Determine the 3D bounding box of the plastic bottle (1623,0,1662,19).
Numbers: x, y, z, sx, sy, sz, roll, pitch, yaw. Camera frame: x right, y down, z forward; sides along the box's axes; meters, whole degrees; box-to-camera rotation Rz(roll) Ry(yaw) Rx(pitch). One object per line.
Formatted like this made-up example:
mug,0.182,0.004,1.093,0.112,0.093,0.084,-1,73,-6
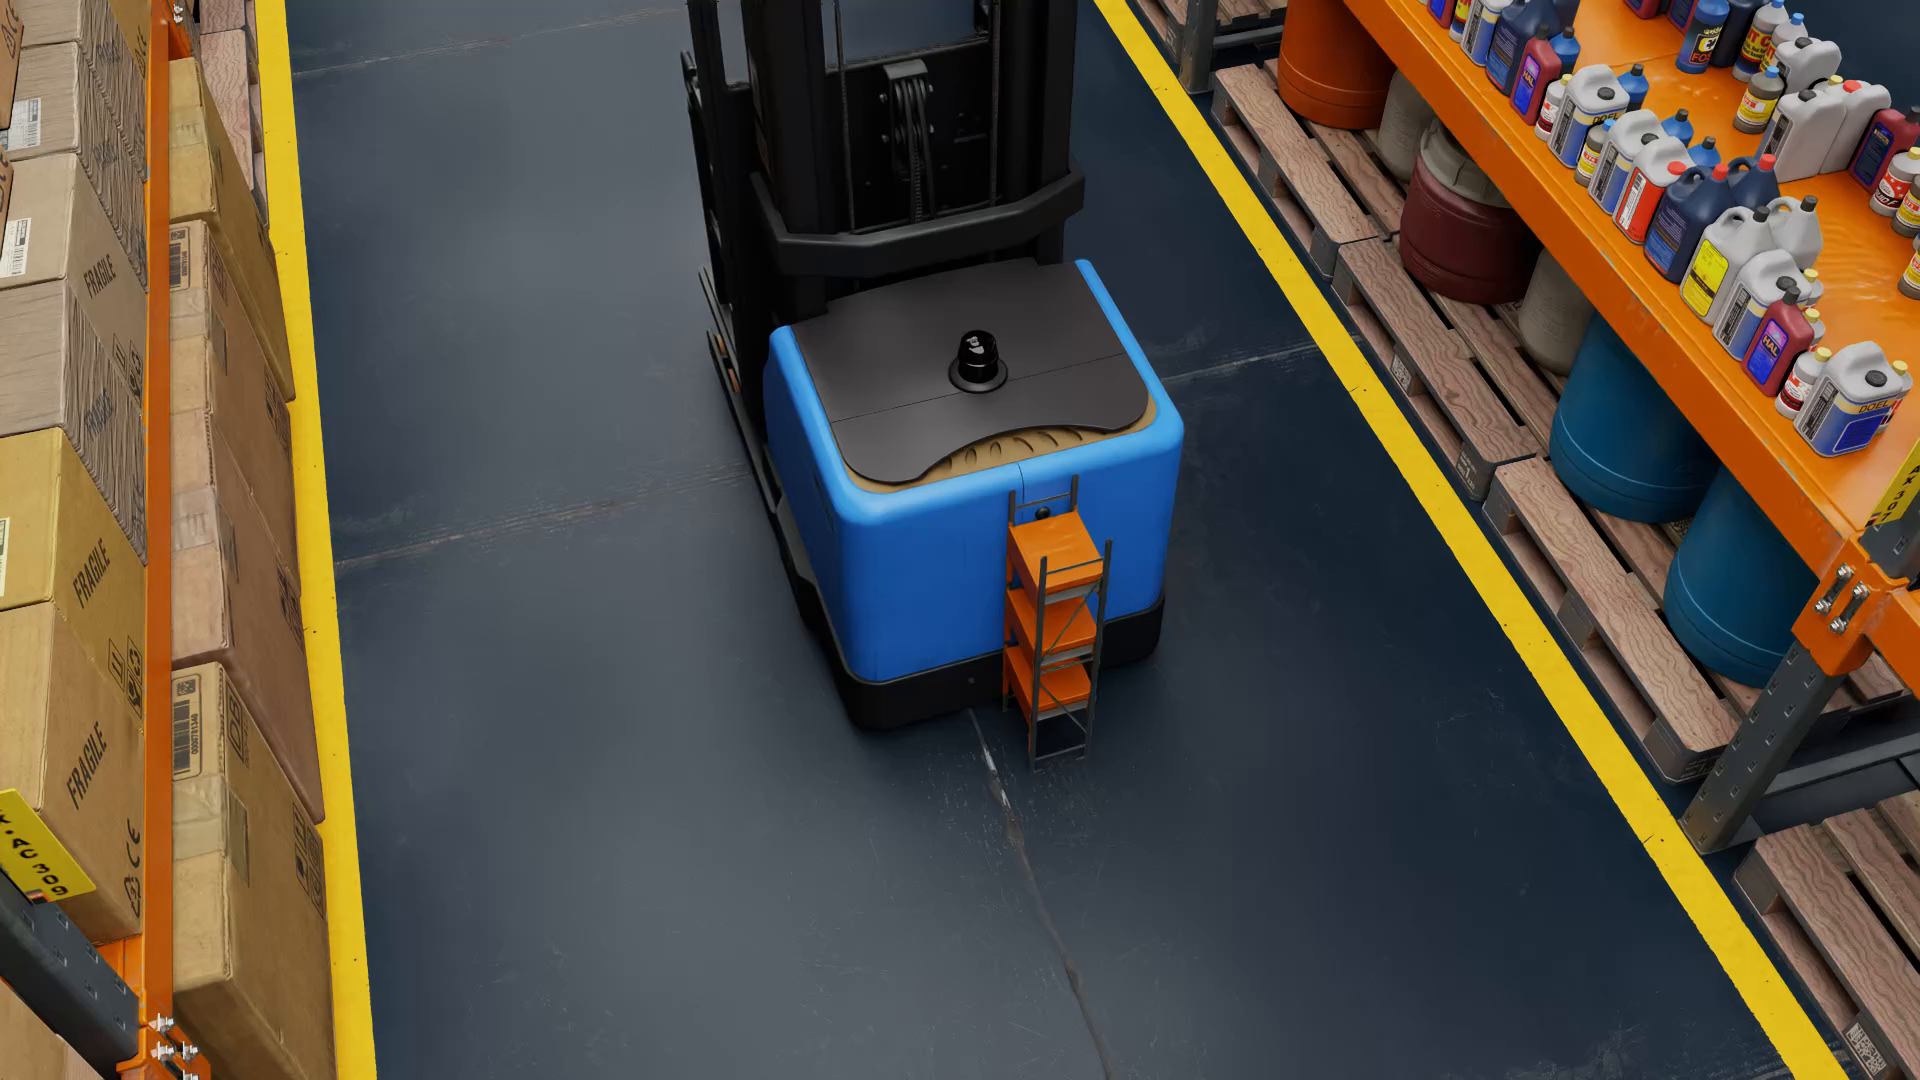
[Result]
plastic bottle,2.261,-1.862,5.434,0.061,0.283,0.133,-13,51,-11

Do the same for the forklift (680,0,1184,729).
forklift,-0.305,-1.513,5.109,1.130,2.935,3.031,-14,51,-12

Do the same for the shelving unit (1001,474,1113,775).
shelving unit,0.267,0.273,4.833,0.215,1.050,0.252,-14,51,-12

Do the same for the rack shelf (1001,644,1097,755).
rack shelf,0.267,0.459,5.054,0.215,0.259,0.240,-14,51,-12

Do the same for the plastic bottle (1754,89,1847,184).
plastic bottle,2.470,-1.205,4.885,0.152,0.276,0.135,-13,51,-11

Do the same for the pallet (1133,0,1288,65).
pallet,1.287,-2.777,7.953,1.003,0.211,1.213,-13,51,-11

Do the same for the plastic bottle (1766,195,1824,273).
plastic bottle,2.215,-0.793,4.489,0.144,0.351,0.185,-13,51,-11

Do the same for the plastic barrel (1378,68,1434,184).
plastic barrel,1.892,-1.689,6.564,0.421,0.512,0.421,0,50,0

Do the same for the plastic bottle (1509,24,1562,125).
plastic bottle,1.759,-1.418,5.060,0.061,0.283,0.133,-13,51,-11

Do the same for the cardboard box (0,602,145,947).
cardboard box,-1.967,0.516,3.288,0.500,0.500,0.500,-13,51,-11

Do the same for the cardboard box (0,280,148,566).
cardboard box,-2.264,-0.217,3.905,0.500,0.500,0.500,-14,51,-12

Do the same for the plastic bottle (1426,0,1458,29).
plastic bottle,1.596,-1.820,5.399,0.061,0.283,0.133,-13,51,-11

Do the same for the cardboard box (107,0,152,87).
cardboard box,-2.870,-1.709,5.163,0.500,0.500,0.500,-12,51,-10

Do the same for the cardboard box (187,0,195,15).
cardboard box,-3.820,-2.617,7.341,0.700,0.500,0.500,-9,51,-8

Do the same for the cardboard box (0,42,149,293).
cardboard box,-2.572,-0.965,4.536,0.500,0.500,0.500,-15,51,-12

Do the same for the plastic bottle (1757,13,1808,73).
plastic bottle,2.538,-1.499,5.136,0.097,0.271,0.097,0,50,0

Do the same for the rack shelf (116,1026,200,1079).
rack shelf,-1.478,2.633,2.039,1.077,0.370,4.000,-13,51,-11

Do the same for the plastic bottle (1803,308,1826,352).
plastic bottle,2.194,-0.520,4.356,0.097,0.201,0.097,0,50,0

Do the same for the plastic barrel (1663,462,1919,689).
plastic barrel,2.517,-0.040,4.919,0.600,0.901,0.708,-13,51,-11

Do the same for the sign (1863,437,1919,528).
sign,2.136,-0.146,3.730,0.100,0.325,0.005,-13,51,-11

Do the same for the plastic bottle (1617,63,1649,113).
plastic bottle,1.984,-1.297,4.966,0.097,0.271,0.097,0,50,0

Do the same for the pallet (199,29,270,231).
pallet,-3.482,-1.653,7.006,1.003,0.211,1.213,-13,51,-11

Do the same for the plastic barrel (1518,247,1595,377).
plastic barrel,2.226,-0.864,5.869,0.421,0.512,0.421,0,50,0

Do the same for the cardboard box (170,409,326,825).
cardboard box,-2.543,0.375,4.587,1.225,0.875,0.875,-15,51,-12

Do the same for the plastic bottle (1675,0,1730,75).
plastic bottle,2.343,-1.608,5.228,0.097,0.271,0.097,0,50,0

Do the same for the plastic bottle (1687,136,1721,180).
plastic bottle,2.093,-1.030,4.740,0.097,0.271,0.097,0,50,0

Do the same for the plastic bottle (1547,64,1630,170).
plastic bottle,1.871,-1.257,4.929,0.152,0.276,0.135,-13,51,-11

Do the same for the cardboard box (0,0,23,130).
cardboard box,-2.862,-1.322,4.181,0.797,0.503,0.637,-12,51,-10

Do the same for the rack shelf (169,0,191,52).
rack shelf,-3.844,-3.210,6.965,1.077,0.370,4.000,-13,51,-11

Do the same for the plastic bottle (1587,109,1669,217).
plastic bottle,1.939,-1.088,4.786,0.152,0.276,0.135,-13,51,-11

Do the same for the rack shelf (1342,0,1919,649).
rack shelf,2.070,-1.408,5.446,1.077,0.370,4.000,-13,51,-11

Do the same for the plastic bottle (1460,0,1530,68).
plastic bottle,1.708,-1.659,5.268,0.152,0.276,0.135,-13,51,-11

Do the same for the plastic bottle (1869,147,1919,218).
plastic bottle,2.715,-1.040,4.795,0.097,0.201,0.097,0,50,0

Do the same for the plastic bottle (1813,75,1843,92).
plastic bottle,2.607,-1.307,5.020,0.097,0.201,0.097,0,50,0

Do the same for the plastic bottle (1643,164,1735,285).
plastic bottle,2.023,-0.896,4.576,0.144,0.351,0.185,-13,51,-11

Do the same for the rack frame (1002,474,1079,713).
rack frame,0.228,0.184,4.908,0.200,1.050,0.008,-14,51,-12

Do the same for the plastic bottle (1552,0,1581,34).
plastic bottle,1.857,-1.698,5.252,0.144,0.351,0.185,-13,51,-11

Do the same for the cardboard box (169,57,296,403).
cardboard box,-3.069,-0.923,5.681,1.225,0.875,0.875,-15,52,-13

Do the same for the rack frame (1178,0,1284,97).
rack frame,1.479,-3.101,6.402,1.000,3.000,0.127,-13,51,-11

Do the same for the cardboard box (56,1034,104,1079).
cardboard box,-1.689,1.156,2.717,0.500,0.250,0.500,-14,51,-12

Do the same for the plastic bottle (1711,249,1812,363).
plastic bottle,2.128,-0.621,4.393,0.152,0.276,0.135,-13,51,-11

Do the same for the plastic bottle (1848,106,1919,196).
plastic bottle,2.698,-1.155,4.838,0.061,0.283,0.133,-13,51,-11

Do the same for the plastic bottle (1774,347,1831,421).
plastic bottle,2.176,-0.409,4.262,0.097,0.201,0.097,0,50,0

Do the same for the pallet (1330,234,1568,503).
pallet,2.109,-0.746,6.241,1.003,0.211,1.213,-13,51,-11

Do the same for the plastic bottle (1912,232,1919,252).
plastic bottle,2.772,-0.920,4.648,0.097,0.271,0.097,0,50,0

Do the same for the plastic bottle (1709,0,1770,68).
plastic bottle,2.445,-1.693,5.248,0.144,0.351,0.185,-13,51,-11
